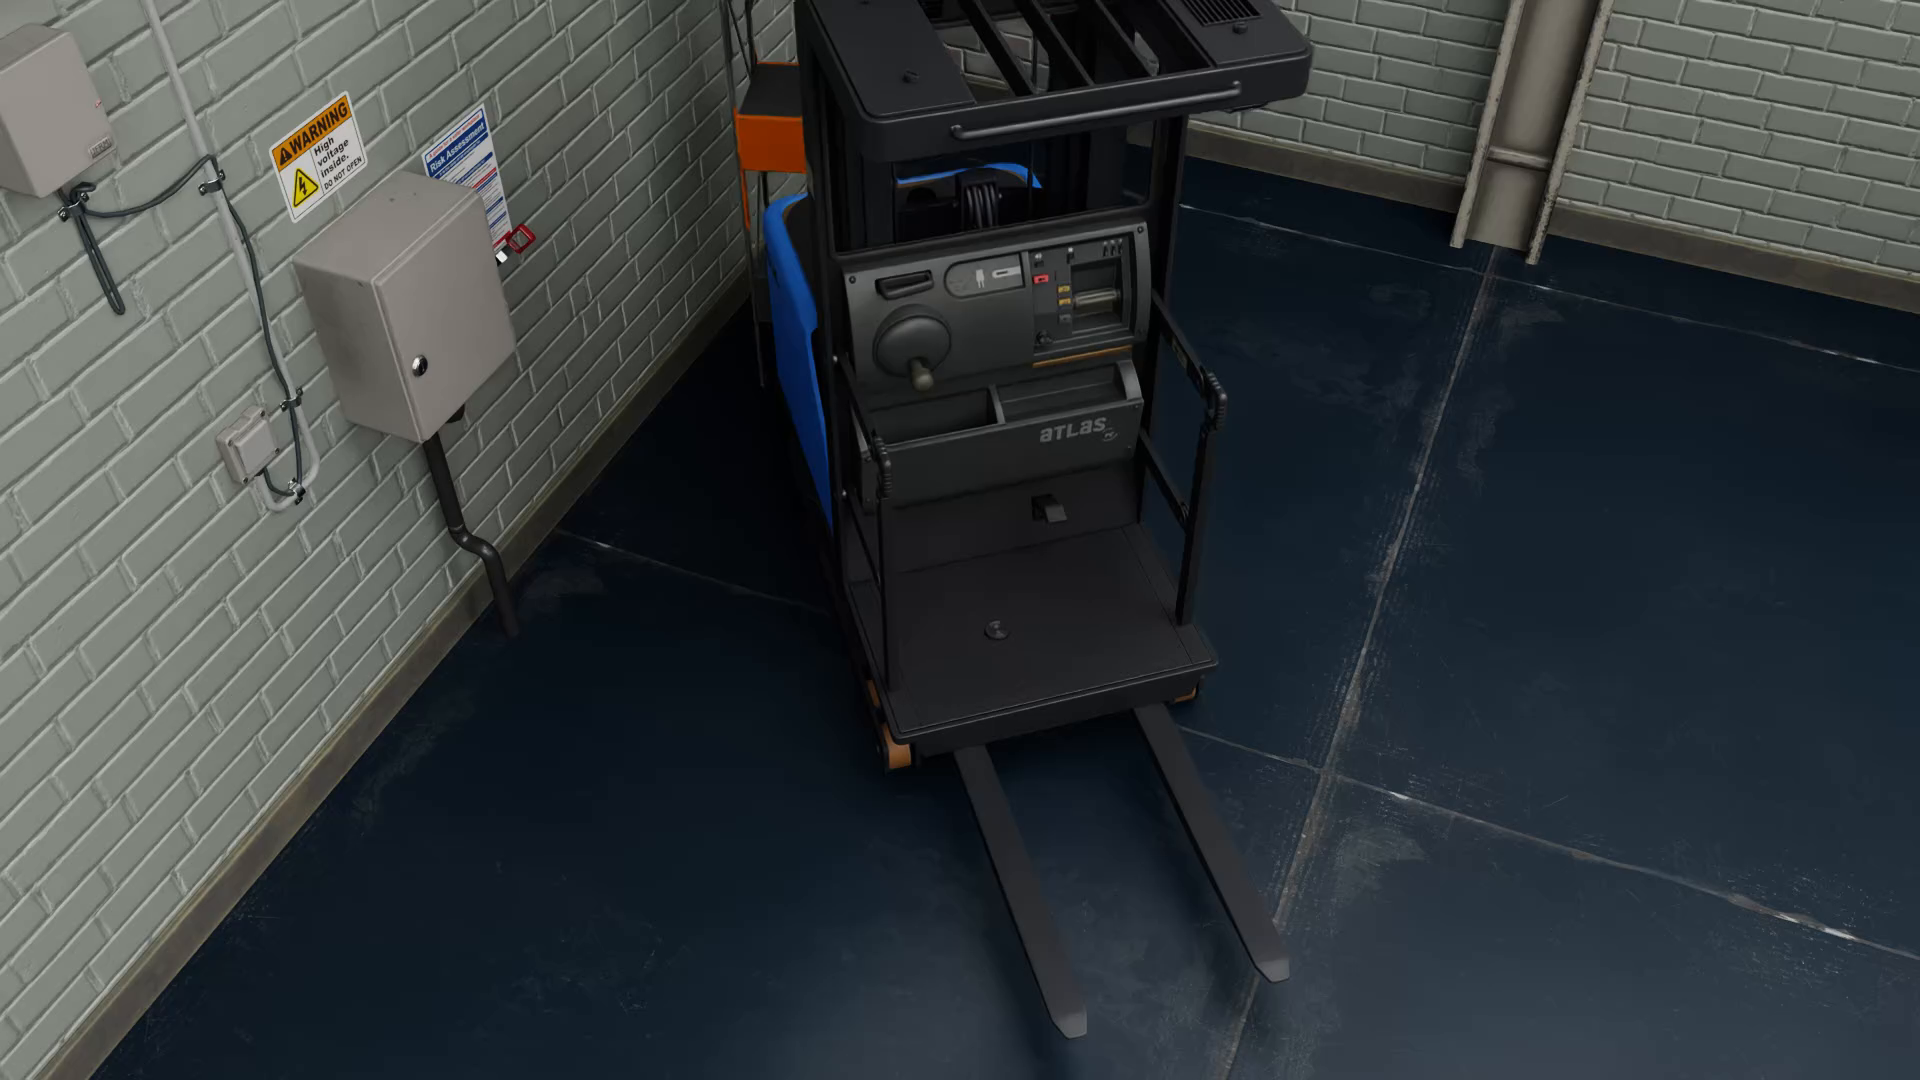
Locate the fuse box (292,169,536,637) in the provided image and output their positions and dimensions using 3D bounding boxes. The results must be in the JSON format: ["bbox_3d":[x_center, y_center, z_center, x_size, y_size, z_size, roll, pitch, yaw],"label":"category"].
[{"bbox_3d":[-1.559,-0.292,5.330,0.414,1.711,0.539,16,47,16],"label":"fuse box"}]

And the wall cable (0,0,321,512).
[{"bbox_3d":[-1.967,-0.707,4.114,0.122,1.984,0.588,16,47,16],"label":"wall cable"}]

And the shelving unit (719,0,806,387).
[{"bbox_3d":[-0.555,-1.502,6.271,0.503,2.100,0.431,4,45,4],"label":"shelving unit"}]

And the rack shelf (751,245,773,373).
[{"bbox_3d":[-0.555,-0.996,6.774,0.480,0.518,0.431,4,45,4],"label":"rack shelf"}]

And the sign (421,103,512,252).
[{"bbox_3d":[-1.560,-1.093,5.289,0.001,0.494,0.329,16,47,16],"label":"sign"}]

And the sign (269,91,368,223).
[{"bbox_3d":[-1.772,-1.061,4.605,0.001,0.242,0.339,16,47,16],"label":"sign"}]

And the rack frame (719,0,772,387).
[{"bbox_3d":[-0.798,-1.520,6.289,0.015,2.100,0.400,4,45,4],"label":"rack frame"}]

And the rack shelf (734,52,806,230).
[{"bbox_3d":[-0.555,-1.492,6.281,0.480,0.518,0.431,4,45,4],"label":"rack shelf"}]

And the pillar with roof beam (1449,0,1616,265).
[{"bbox_3d":[0.819,-1.780,1.659,0.400,9.000,9.100,16,47,16],"label":"pillar with roof beam"}]

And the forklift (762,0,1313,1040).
[{"bbox_3d":[0.184,-0.601,4.776,1.130,2.935,3.031,-12,46,-12],"label":"forklift"}]

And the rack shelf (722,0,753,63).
[{"bbox_3d":[-0.555,-1.989,5.787,0.480,0.518,0.431,4,45,4],"label":"rack shelf"}]
